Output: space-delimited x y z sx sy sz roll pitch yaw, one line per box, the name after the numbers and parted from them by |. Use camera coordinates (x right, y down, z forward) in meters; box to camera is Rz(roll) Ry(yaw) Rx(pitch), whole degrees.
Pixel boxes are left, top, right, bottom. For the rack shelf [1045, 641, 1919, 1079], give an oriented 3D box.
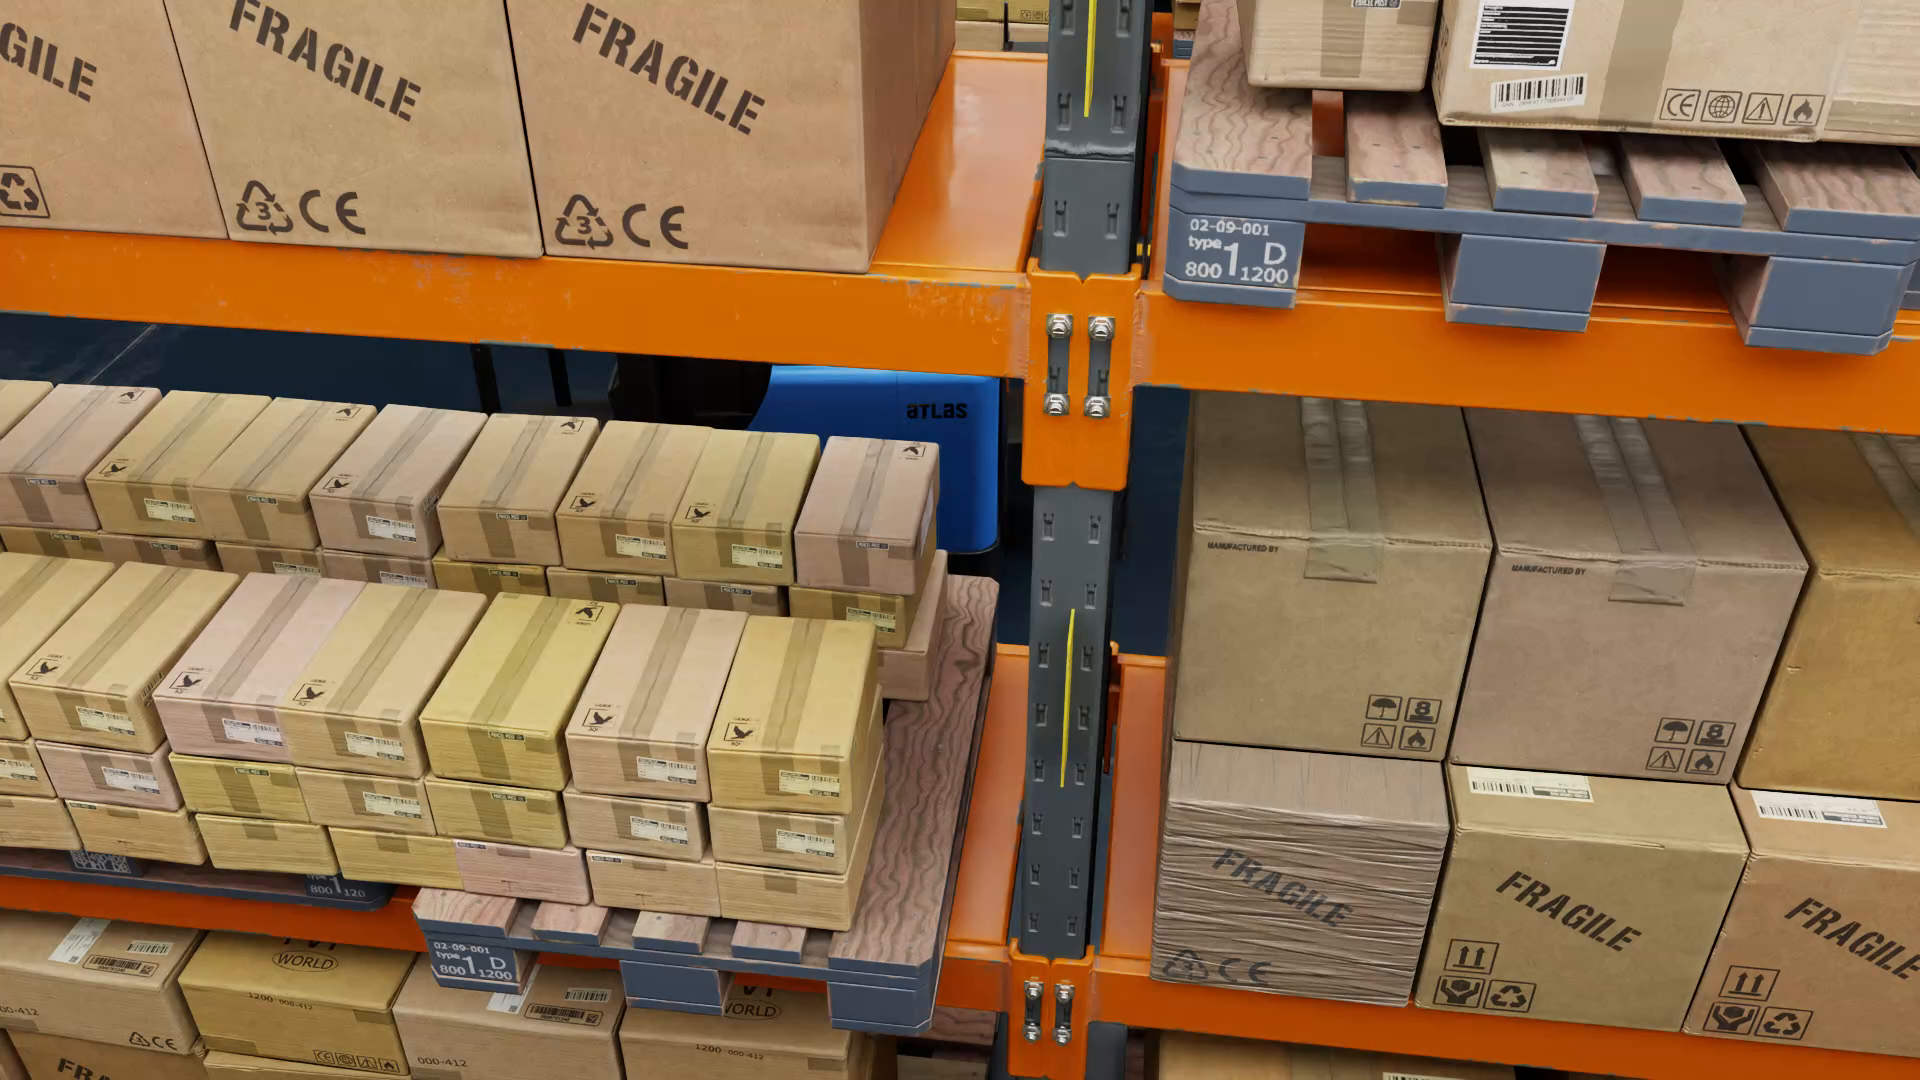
2.228 0.840 3.610 4.000 0.370 1.077 4 36 6 | rack shelf

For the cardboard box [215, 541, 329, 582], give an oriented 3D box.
-1.487 -0.036 3.818 0.250 0.149 0.380 4 36 6 | cardboard box

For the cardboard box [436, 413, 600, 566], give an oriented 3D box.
-0.961 -0.116 3.674 0.250 0.149 0.380 3 36 4 | cardboard box

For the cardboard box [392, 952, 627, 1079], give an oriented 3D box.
-0.970 1.010 3.898 0.500 0.250 0.500 5 36 7 | cardboard box

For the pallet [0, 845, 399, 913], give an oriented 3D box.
-1.724 0.354 3.836 1.213 0.211 1.003 4 36 6 | pallet

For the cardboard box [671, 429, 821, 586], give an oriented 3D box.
-0.456 -0.076 3.617 0.250 0.149 0.380 3 36 5 | cardboard box

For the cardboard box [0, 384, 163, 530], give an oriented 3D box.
-2.007 -0.194 3.782 0.250 0.149 0.380 3 36 4 | cardboard box

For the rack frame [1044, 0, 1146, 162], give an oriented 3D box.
0.245 -2.043 1.866 0.127 3.000 1.000 4 36 6 | rack frame

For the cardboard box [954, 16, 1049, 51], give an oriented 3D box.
0.240 -2.287 7.502 0.500 0.250 0.500 3 36 4 | cardboard box

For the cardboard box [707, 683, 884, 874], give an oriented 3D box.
-0.303 0.435 3.157 0.250 0.149 0.380 5 36 7 | cardboard box

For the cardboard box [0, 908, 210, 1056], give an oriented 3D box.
-1.990 0.930 4.010 0.500 0.250 0.500 6 36 8 | cardboard box

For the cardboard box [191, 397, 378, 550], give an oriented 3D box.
-1.493 -0.154 3.726 0.250 0.149 0.380 5 36 7 | cardboard box

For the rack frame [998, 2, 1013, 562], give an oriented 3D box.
0.163 -0.885 6.183 0.015 2.100 0.400 -1 36 -1 | rack frame

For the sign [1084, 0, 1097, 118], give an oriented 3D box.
0.173 -0.720 2.149 0.005 0.325 0.100 4 36 6 | sign

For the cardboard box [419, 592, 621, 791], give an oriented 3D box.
-0.809 0.277 3.122 0.250 0.149 0.380 5 36 7 | cardboard box

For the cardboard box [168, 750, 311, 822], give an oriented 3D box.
-1.324 0.360 3.262 0.250 0.149 0.380 4 36 6 | cardboard box

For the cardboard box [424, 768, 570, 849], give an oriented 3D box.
-0.830 0.398 3.208 0.250 0.149 0.380 5 36 7 | cardboard box

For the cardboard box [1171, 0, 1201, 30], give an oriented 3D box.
1.073 -2.398 7.383 0.250 0.149 0.380 2 36 3 | cardboard box

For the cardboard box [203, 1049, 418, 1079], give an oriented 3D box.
-1.483 1.277 4.168 0.500 0.500 0.500 3 36 4 | cardboard box

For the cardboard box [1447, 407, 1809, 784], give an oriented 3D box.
1.190 0.027 3.183 0.500 0.500 0.700 4 36 5 | cardboard box

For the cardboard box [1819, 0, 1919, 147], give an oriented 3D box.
1.431 -0.755 2.325 0.500 0.250 0.500 5 36 7 | cardboard box

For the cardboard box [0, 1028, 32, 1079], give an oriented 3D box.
-2.499 1.195 4.283 0.500 0.500 0.500 6 36 8 | cardboard box

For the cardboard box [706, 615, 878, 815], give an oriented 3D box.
-0.300 0.316 3.067 0.250 0.149 0.380 3 36 4 | cardboard box

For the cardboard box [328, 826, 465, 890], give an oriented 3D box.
-1.051 0.500 3.322 0.250 0.149 0.380 4 36 5 | cardboard box

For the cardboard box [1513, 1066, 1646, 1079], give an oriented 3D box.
1.705 1.304 3.916 0.750 0.750 1.050 5 36 7 | cardboard box

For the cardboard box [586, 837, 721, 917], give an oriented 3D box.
-0.549 0.539 3.267 0.250 0.149 0.380 4 36 6 | cardboard box

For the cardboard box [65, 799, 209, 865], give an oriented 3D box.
-1.575 0.461 3.377 0.250 0.149 0.380 5 36 7 | cardboard box

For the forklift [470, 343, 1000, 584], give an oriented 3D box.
-1.372 -1.178 5.878 3.031 2.935 1.130 -1 36 -1 | forklift

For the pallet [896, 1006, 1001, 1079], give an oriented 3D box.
-0.530 1.476 4.501 1.213 0.211 1.003 4 36 6 | pallet

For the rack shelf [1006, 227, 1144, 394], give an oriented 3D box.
0.407 -0.877 6.194 0.480 0.518 0.431 -1 36 -1 | rack shelf

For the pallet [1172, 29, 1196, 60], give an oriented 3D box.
1.495 -2.391 7.683 1.003 0.211 1.213 4 36 6 | pallet

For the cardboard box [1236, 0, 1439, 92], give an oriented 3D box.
0.555 -0.814 2.495 0.250 0.149 0.380 3 36 4 | cardboard box

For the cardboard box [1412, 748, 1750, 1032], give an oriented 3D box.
1.160 0.583 3.265 0.500 0.500 0.500 4 36 6 | cardboard box

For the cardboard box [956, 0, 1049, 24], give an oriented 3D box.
0.262 -2.492 7.359 0.500 0.250 0.500 4 36 6 | cardboard box

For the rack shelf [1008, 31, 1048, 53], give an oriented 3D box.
0.407 -1.446 5.788 0.480 0.518 0.431 -1 36 -1 | rack shelf

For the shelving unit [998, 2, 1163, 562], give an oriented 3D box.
0.407 -0.888 6.186 0.503 2.100 0.431 -1 36 -1 | shelving unit

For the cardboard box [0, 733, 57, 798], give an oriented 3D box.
-1.839 0.322 3.315 0.250 0.149 0.380 4 36 5 | cardboard box

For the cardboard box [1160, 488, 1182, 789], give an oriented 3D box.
0.725 0.237 3.750 0.500 0.500 0.500 4 36 6 | cardboard box

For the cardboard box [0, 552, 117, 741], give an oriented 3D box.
-1.840 0.200 3.231 0.250 0.149 0.380 5 36 7 | cardboard box

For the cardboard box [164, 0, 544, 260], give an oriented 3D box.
-0.852 -0.788 2.604 0.500 0.500 0.500 4 36 6 | cardboard box

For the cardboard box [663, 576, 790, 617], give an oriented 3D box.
-0.479 0.039 3.712 0.250 0.149 0.380 6 36 8 | cardboard box

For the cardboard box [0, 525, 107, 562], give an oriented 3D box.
-1.995 -0.075 3.872 0.250 0.149 0.380 4 36 6 | cardboard box

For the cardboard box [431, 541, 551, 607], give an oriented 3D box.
-0.994 0.003 3.763 0.250 0.149 0.380 4 36 6 | cardboard box

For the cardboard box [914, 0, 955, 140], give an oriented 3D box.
-0.288 -1.058 2.982 0.500 0.500 0.500 4 36 6 | cardboard box

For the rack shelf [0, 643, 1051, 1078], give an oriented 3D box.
-1.739 0.544 4.025 4.000 0.370 1.077 4 36 6 | rack shelf

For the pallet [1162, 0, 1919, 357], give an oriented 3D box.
0.890 -0.728 2.768 1.003 0.211 1.213 6 36 8 | pallet

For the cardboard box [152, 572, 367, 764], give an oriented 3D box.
-1.312 0.238 3.177 0.250 0.149 0.380 4 36 6 | cardboard box
